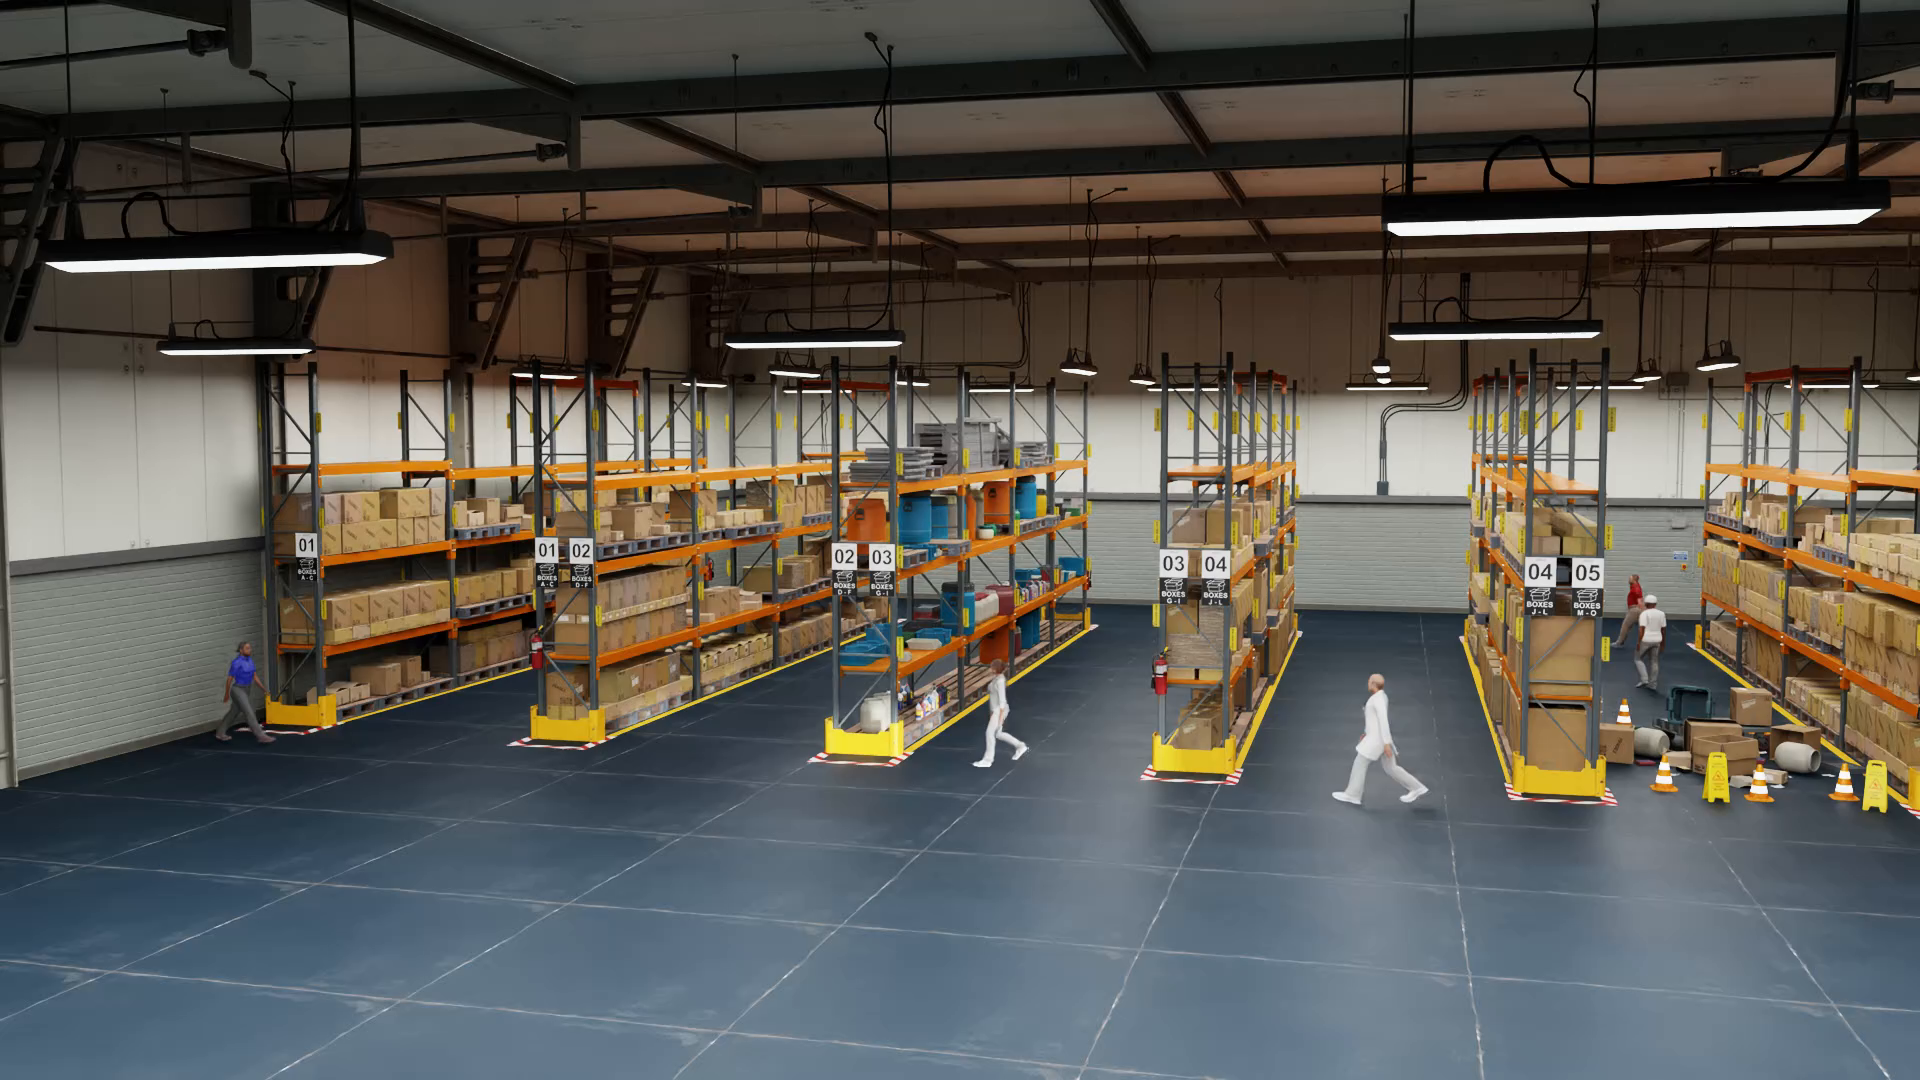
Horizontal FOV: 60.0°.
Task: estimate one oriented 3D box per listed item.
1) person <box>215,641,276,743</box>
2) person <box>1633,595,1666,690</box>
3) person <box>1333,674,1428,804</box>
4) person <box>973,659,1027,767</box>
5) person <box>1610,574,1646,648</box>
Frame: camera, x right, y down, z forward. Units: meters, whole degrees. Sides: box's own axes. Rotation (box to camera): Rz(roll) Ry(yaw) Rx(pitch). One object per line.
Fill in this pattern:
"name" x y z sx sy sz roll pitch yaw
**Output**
"person" -11.158 2.361 25.920 1.054 1.574 0.489 1 4 10
"person" 12.984 1.921 31.298 0.611 1.770 0.414 -1 4 -13
"person" 5.507 2.610 21.749 1.190 1.721 0.654 2 4 21
"person" 0.585 2.503 24.220 0.808 1.564 0.439 0 4 -4
"person" 14.902 1.570 36.704 0.504 1.658 1.060 -4 6 -44
